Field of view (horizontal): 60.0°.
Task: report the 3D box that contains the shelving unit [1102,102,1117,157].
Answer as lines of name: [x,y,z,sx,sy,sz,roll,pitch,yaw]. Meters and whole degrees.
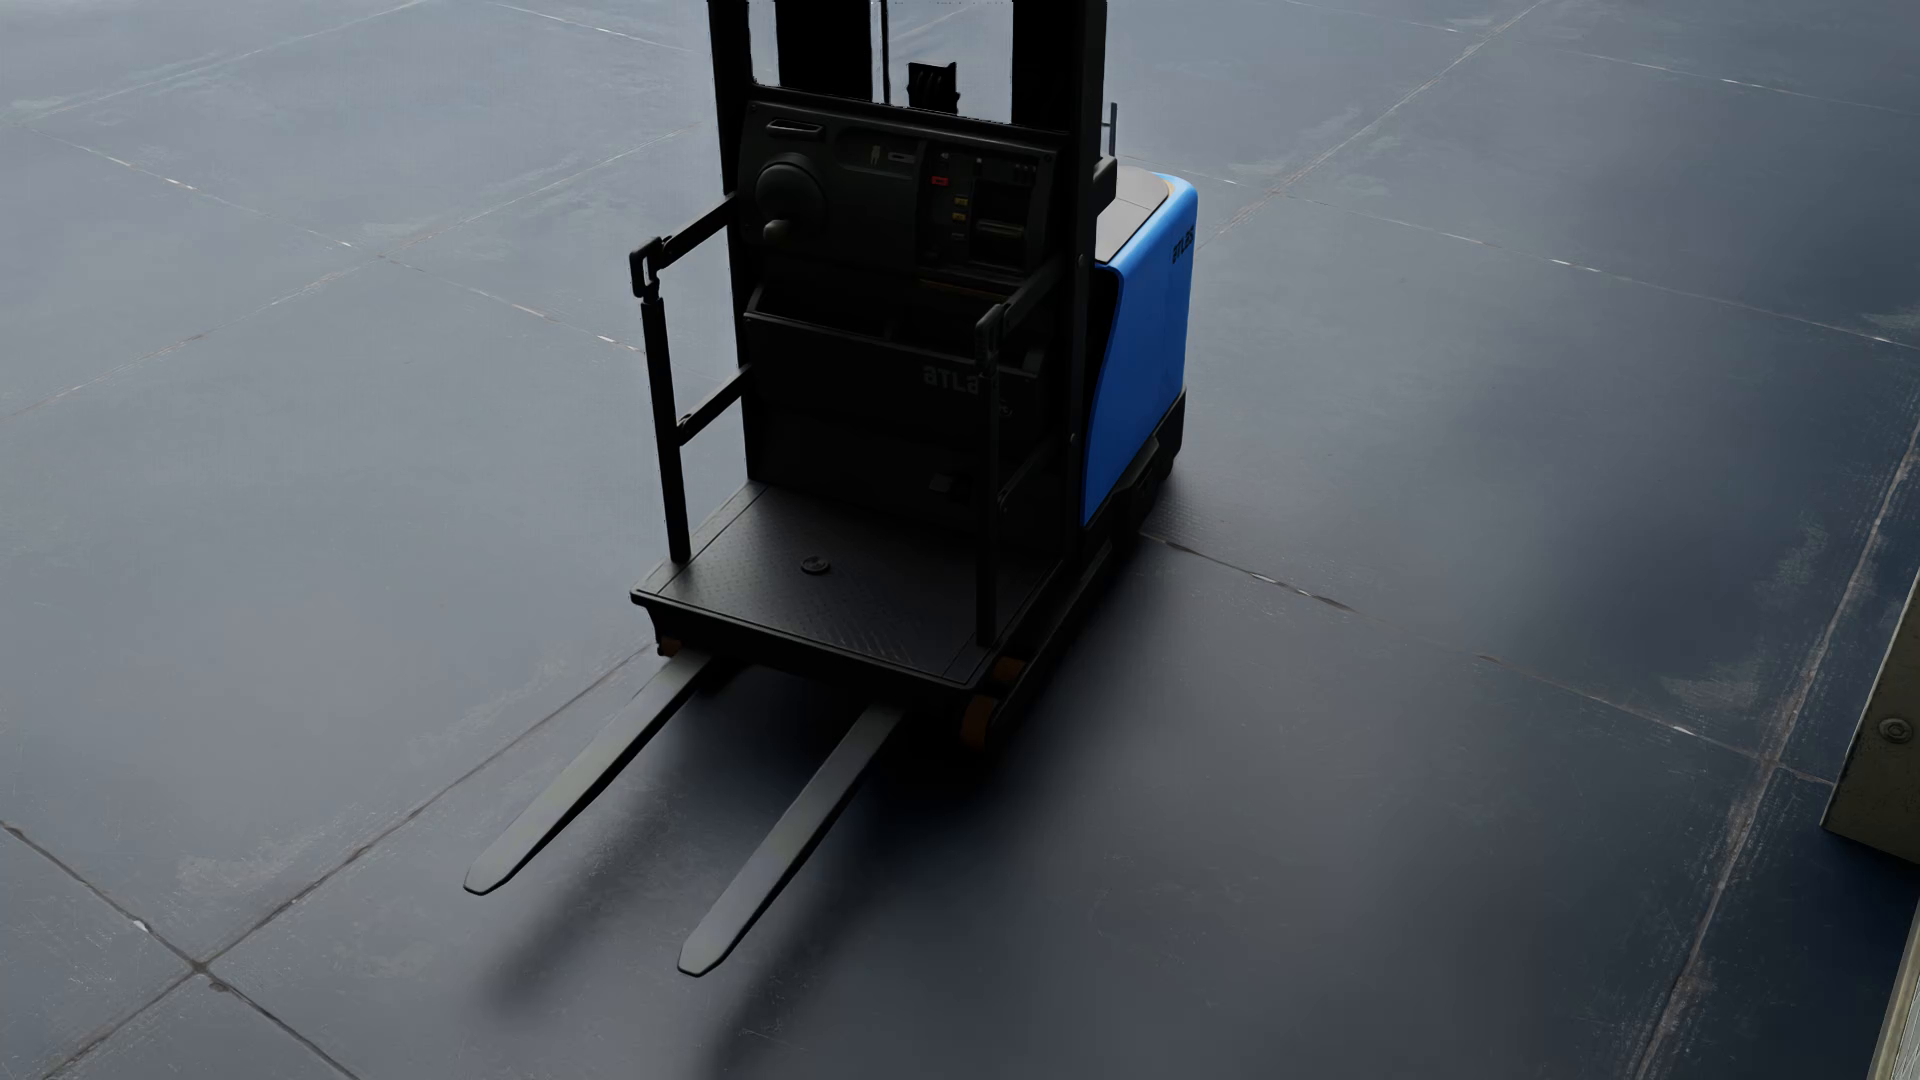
shelving unit: [0.394,-0.991,6.044,0.258,1.200,0.189,14,37,20]

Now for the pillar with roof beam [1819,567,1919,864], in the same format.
pillar with roof beam: [-0.971,-4.370,4.079,9.100,9.000,0.400,21,39,28]

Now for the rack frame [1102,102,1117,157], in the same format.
rack frame: [0.432,-1.037,6.113,0.240,1.200,0.006,14,37,20]

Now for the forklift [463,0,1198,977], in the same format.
forklift: [-0.269,-0.884,4.341,1.130,2.935,3.031,14,37,20]
